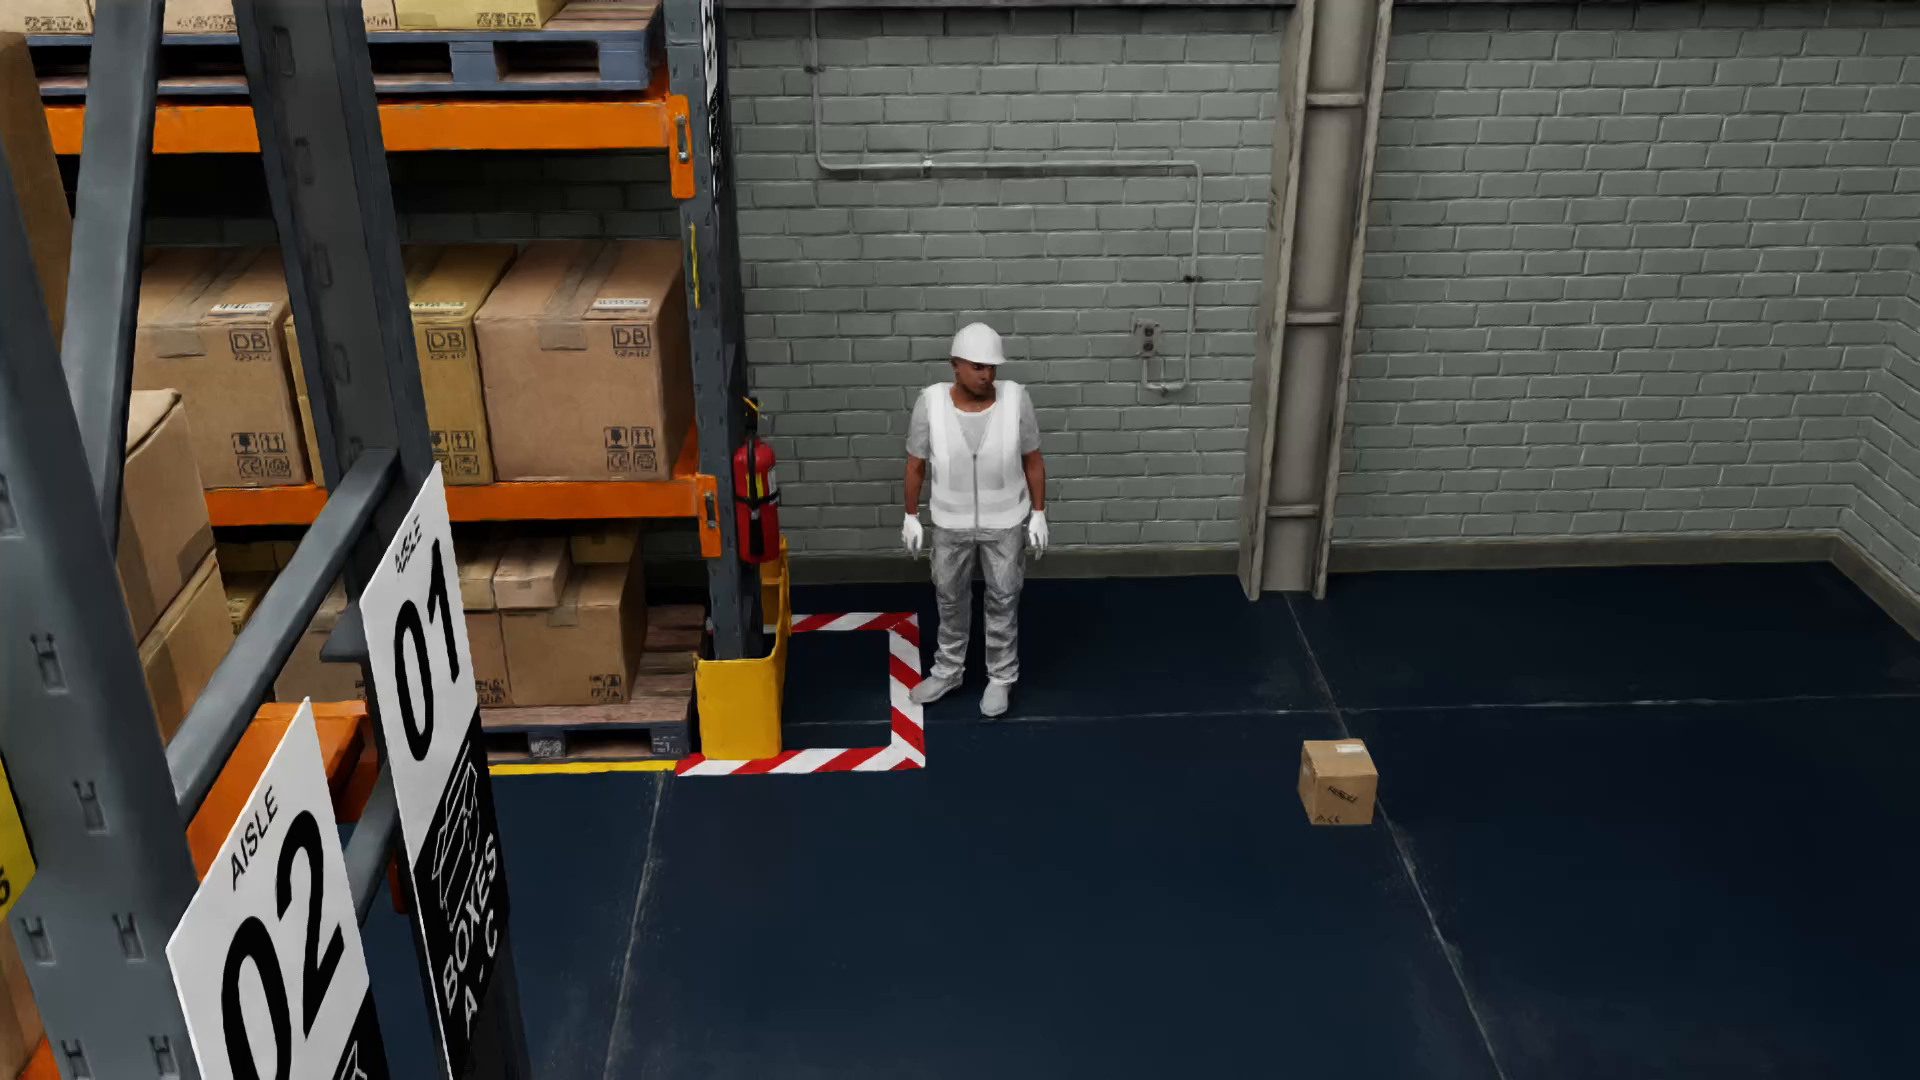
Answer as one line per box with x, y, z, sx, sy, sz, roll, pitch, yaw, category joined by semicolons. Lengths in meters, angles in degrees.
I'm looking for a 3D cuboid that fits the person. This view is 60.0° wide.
0.065;-0.074;7.183;0.638;1.786;0.391;2;27;3;person
